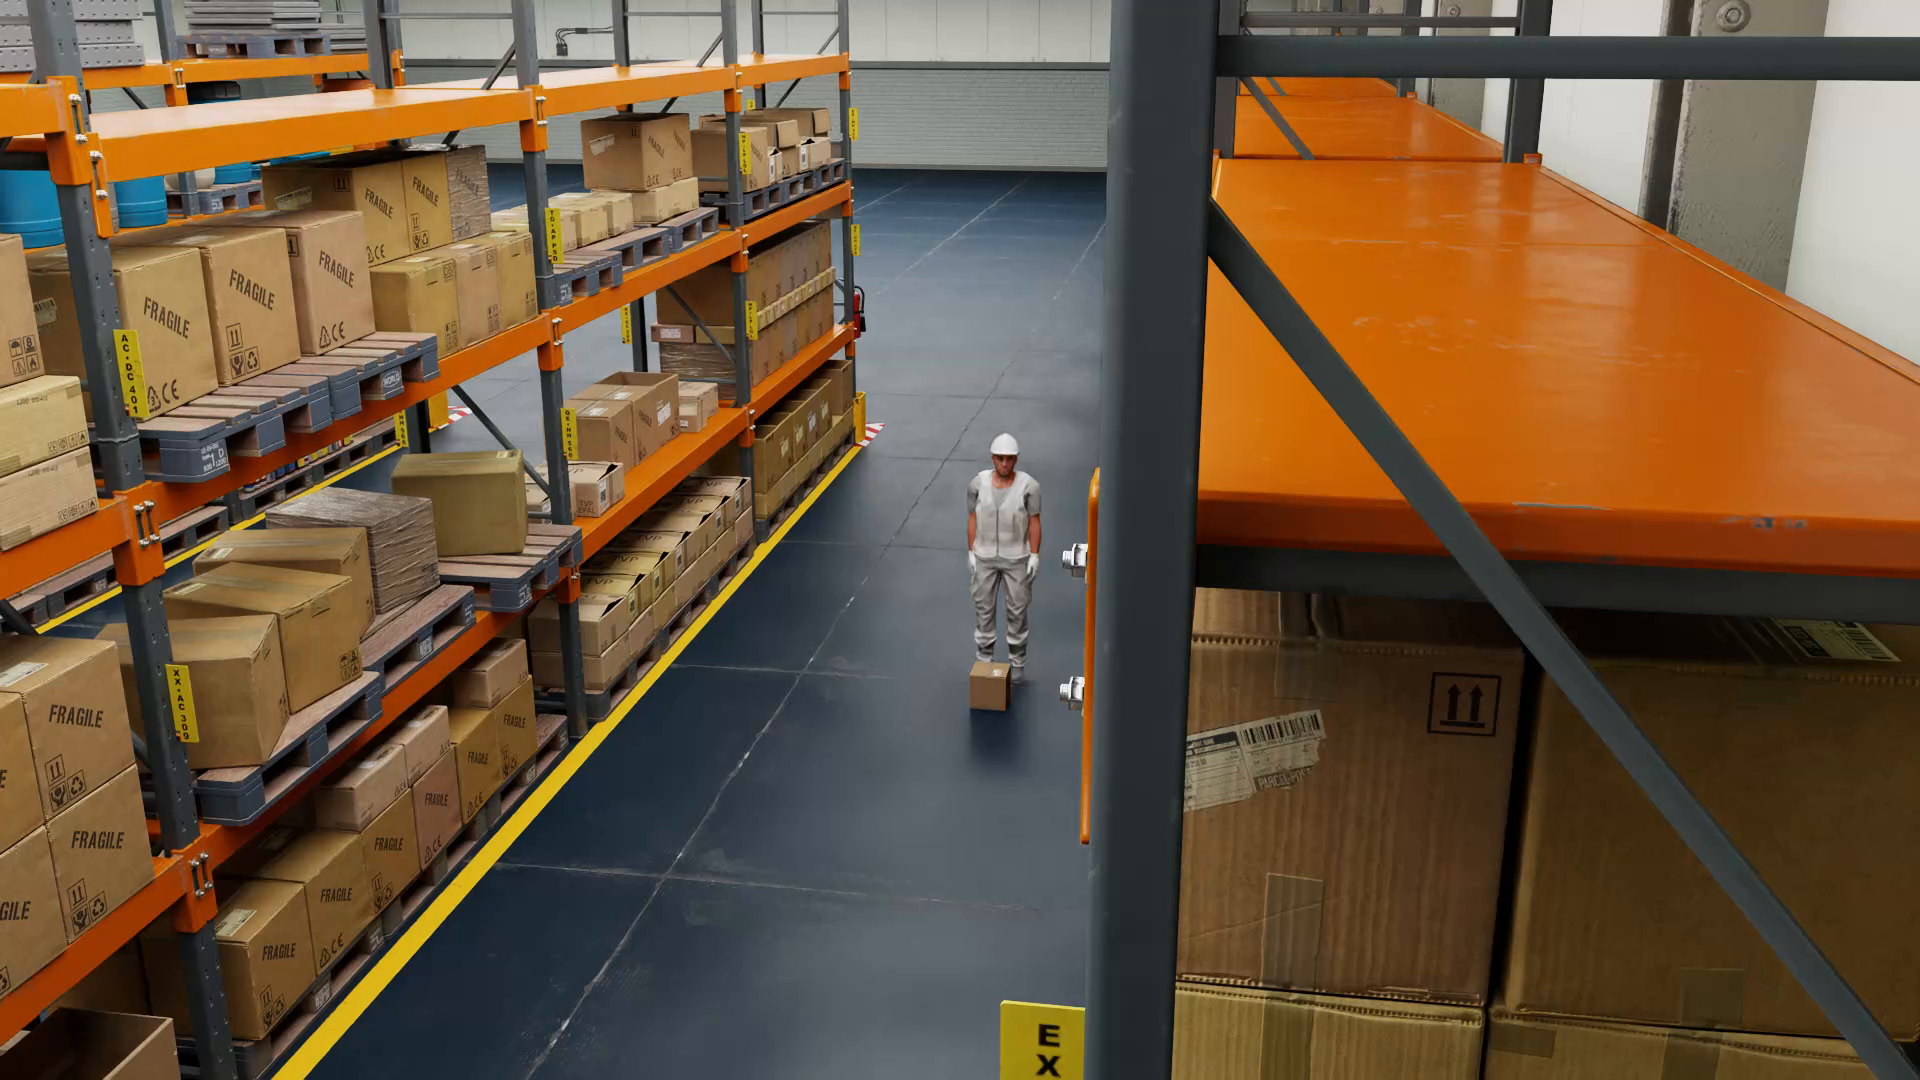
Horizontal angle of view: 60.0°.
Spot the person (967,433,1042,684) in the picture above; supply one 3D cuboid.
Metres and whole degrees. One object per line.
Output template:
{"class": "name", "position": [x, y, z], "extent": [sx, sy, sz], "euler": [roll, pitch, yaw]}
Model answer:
{"class": "person", "position": [0.302, 0.126, 11.621], "extent": [0.525, 1.784, 0.339], "euler": [3, 18, 10]}
